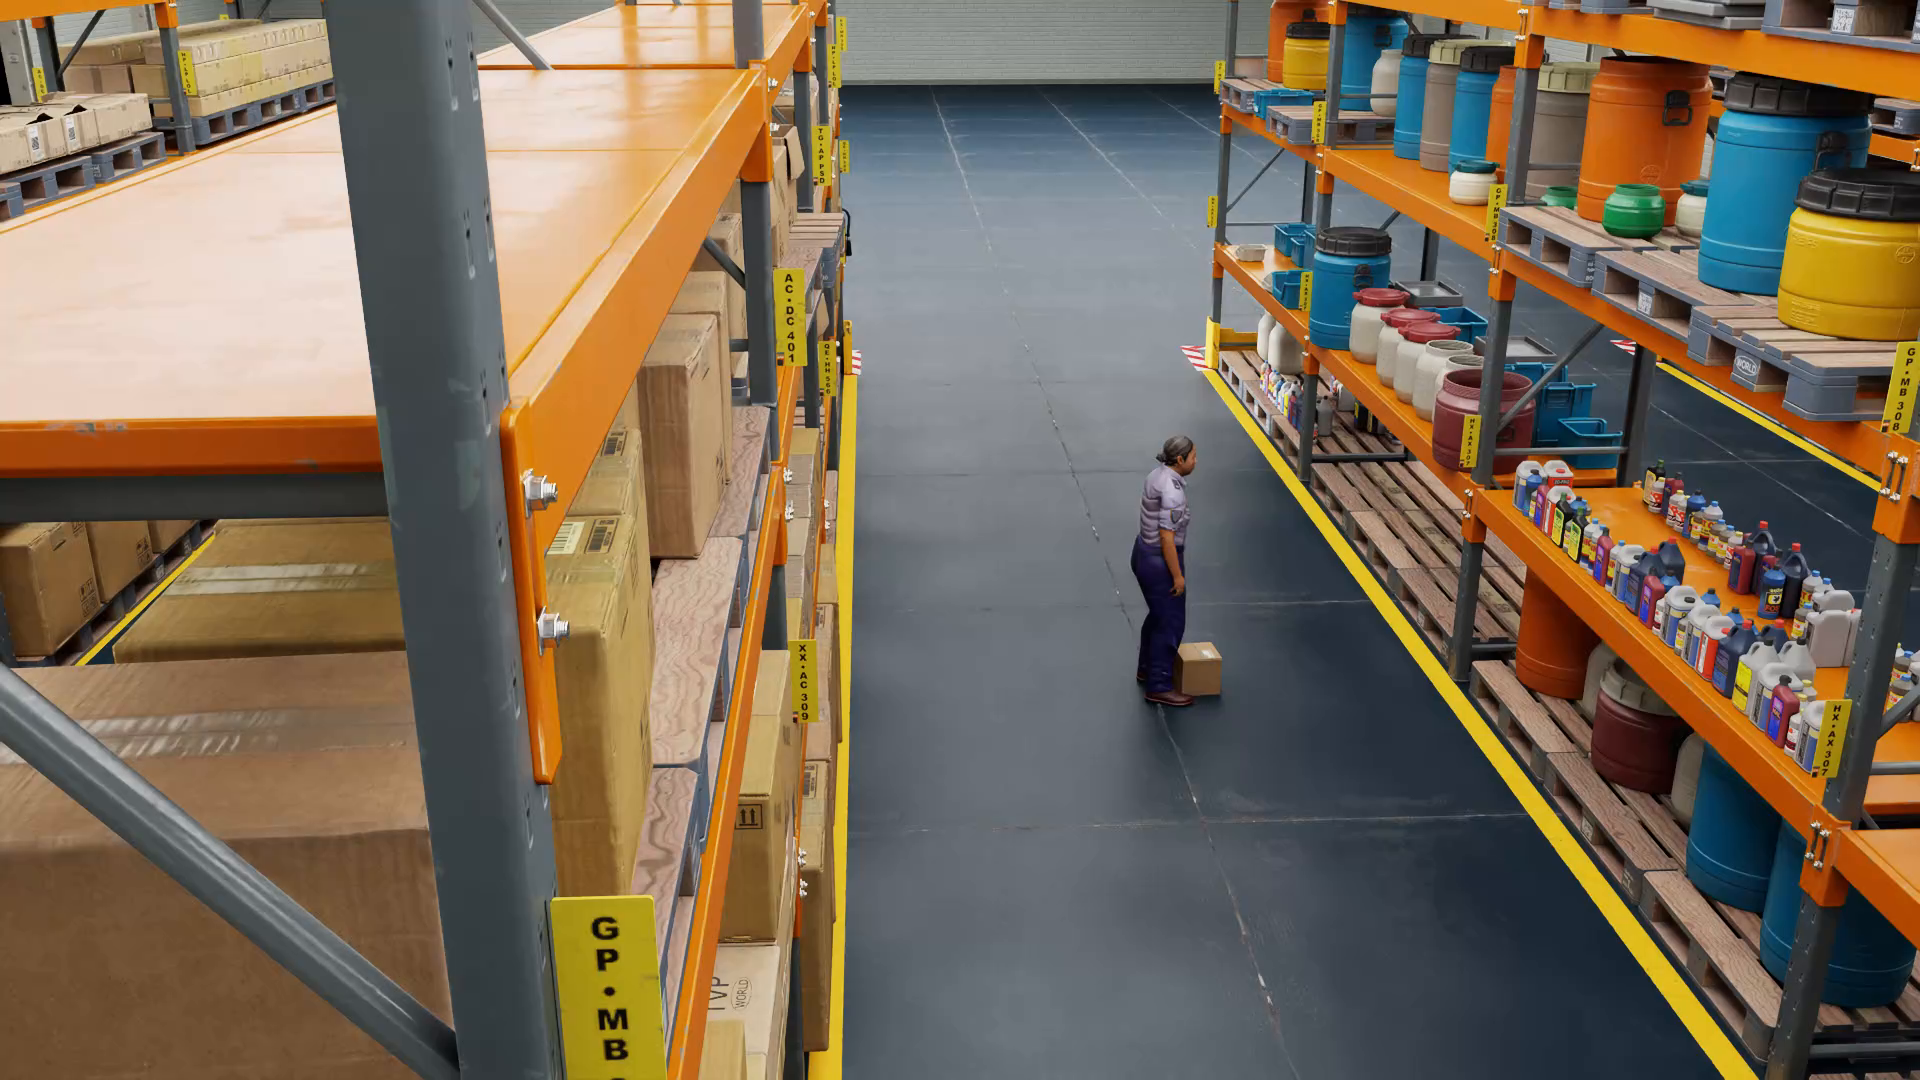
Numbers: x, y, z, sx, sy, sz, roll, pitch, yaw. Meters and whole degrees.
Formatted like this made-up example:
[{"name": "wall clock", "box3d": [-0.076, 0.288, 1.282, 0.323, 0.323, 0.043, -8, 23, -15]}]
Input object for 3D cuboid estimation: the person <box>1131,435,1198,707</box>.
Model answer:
[{"name": "person", "box3d": [1.244, 0.161, 10.159, 0.367, 1.651, 0.551, -2, 21, -4]}]
